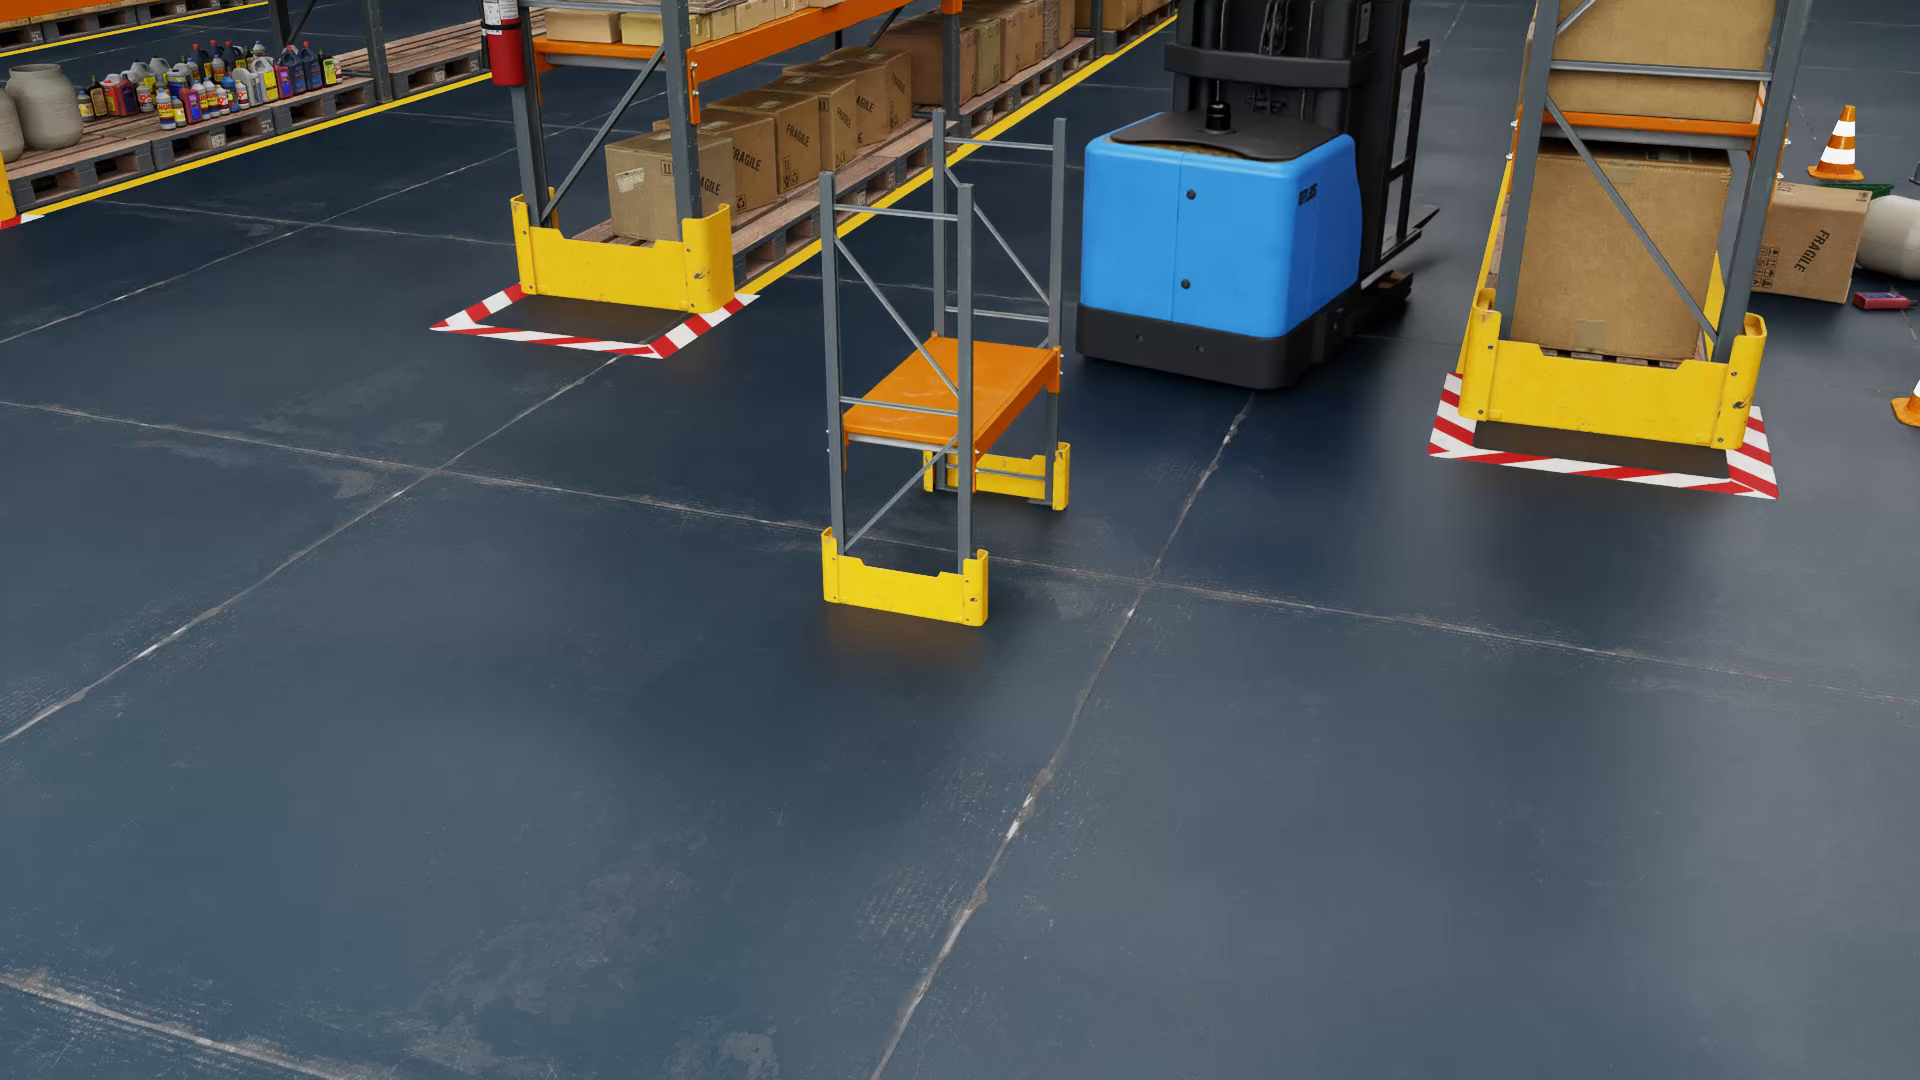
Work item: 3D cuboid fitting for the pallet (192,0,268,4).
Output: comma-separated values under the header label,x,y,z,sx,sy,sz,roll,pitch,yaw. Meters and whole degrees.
label,x,y,z,sx,sy,sz,roll,pitch,yaw
pallet,-8.219,-6.421,19.270,1.003,0.211,1.213,9,27,17

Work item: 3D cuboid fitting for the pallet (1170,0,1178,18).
label,x,y,z,sx,sy,sz,roll,pitch,yaw
pallet,1.983,-5.998,18.395,1.003,0.211,1.213,9,27,17

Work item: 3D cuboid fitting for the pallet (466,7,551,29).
label,x,y,z,sx,sy,sz,roll,pitch,yaw
pallet,-4.128,-5.087,16.515,1.003,0.211,1.213,9,27,17

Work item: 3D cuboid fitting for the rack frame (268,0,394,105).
label,x,y,z,sx,sy,sz,roll,pitch,yaw
rack frame,-5.164,-5.011,13.158,1.000,3.000,0.127,9,27,17

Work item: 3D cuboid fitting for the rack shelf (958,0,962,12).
label,x,y,z,sx,sy,sz,roll,pitch,yaw
rack shelf,0.172,-4.791,13.529,1.077,0.370,4.000,9,27,17

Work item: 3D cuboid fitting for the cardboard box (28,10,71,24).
label,x,y,z,sx,sy,sz,roll,pitch,yaw
cardboard box,-9.125,-5.236,16.295,0.500,0.250,0.500,8,27,16

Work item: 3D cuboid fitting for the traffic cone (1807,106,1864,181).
label,x,y,z,sx,sy,sz,roll,pitch,yaw
traffic cone,6.020,-2.723,11.342,0.336,0.463,0.334,9,27,17

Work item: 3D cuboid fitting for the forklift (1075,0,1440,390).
label,x,y,z,sx,sy,sz,roll,pitch,yaw
forklift,1.748,-2.594,8.244,1.130,2.935,3.031,15,30,28

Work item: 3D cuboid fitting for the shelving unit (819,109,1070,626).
label,x,y,z,sx,sy,sz,roll,pitch,yaw
shelving unit,-0.025,-0.644,5.858,0.587,1.500,1.083,9,27,17

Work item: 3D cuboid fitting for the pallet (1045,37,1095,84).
label,x,y,z,sx,sy,sz,roll,pitch,yaw
pallet,0.576,-4.361,15.015,1.003,0.211,1.213,9,27,17

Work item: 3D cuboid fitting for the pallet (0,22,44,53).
label,x,y,z,sx,sy,sz,roll,pitch,yaw
pallet,-9.626,-4.785,15.890,1.003,0.211,1.213,9,27,17

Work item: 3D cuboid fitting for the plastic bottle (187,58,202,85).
label,x,y,z,sx,sy,sz,roll,pitch,yaw
plastic bottle,-5.901,-3.567,12.800,0.097,0.271,0.097,0,26,0

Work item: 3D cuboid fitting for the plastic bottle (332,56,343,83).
label,x,y,z,sx,sy,sz,roll,pitch,yaw
plastic bottle,-4.991,-3.756,13.271,0.097,0.201,0.097,0,26,0

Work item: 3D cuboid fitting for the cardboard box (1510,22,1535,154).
label,x,y,z,sx,sy,sz,roll,pitch,yaw
cardboard box,4.272,-2.977,11.056,1.050,0.750,0.750,9,27,17

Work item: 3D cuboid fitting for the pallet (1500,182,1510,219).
label,x,y,z,sx,sy,sz,roll,pitch,yaw
pallet,3.823,-1.976,10.089,1.003,0.211,1.213,9,27,17

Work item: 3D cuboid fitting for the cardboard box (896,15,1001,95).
label,x,y,z,sx,sy,sz,roll,pitch,yaw
cardboard box,-0.092,-3.809,13.038,0.700,0.500,0.500,9,27,17

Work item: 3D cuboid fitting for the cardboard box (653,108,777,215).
label,x,y,z,sx,sy,sz,roll,pitch,yaw
cardboard box,-1.434,-2.218,9.776,0.500,0.500,0.500,17,30,31

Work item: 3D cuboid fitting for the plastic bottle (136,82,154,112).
label,x,y,z,sx,sy,sz,roll,pitch,yaw
plastic bottle,-6.018,-3.271,12.269,0.097,0.201,0.097,0,26,0

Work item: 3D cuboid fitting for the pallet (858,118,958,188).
label,x,y,z,sx,sy,sz,roll,pitch,yaw
pallet,-0.684,-2.757,11.702,1.003,0.211,1.213,9,27,17

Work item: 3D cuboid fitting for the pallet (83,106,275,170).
label,x,y,z,sx,sy,sz,roll,pitch,yaw
pallet,-5.831,-2.983,12.170,1.003,0.211,1.213,9,27,17

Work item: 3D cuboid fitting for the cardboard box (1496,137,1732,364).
label,x,y,z,sx,sy,sz,roll,pitch,yaw
cardboard box,2.982,-1.410,7.675,0.875,0.875,0.875,9,27,18

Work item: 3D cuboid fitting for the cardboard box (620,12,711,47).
label,x,y,z,sx,sy,sz,roll,pitch,yaw
cardboard box,-1.505,-2.619,8.505,0.380,0.149,0.250,9,27,17

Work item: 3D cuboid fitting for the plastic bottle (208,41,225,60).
label,x,y,z,sx,sy,sz,roll,pitch,yaw
plastic bottle,-5.824,-3.746,13.079,0.144,0.351,0.185,10,27,19

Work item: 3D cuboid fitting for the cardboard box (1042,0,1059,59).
label,x,y,z,sx,sy,sz,roll,pitch,yaw
cardboard box,0.461,-4.502,14.470,0.700,0.500,0.500,6,27,13

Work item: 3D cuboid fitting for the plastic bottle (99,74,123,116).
label,x,y,z,sx,sy,sz,roll,pitch,yaw
plastic bottle,-6.188,-3.258,12.157,0.152,0.276,0.135,9,27,18

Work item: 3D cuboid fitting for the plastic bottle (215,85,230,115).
label,x,y,z,sx,sy,sz,roll,pitch,yaw
plastic bottle,-5.418,-3.229,12.183,0.097,0.201,0.097,0,26,0

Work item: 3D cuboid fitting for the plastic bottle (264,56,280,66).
label,x,y,z,sx,sy,sz,roll,pitch,yaw
plastic bottle,-5.319,-3.609,12.883,0.152,0.276,0.135,9,27,17

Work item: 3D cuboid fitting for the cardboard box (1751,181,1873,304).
label,x,y,z,sx,sy,sz,roll,pitch,yaw
cardboard box,4.601,-1.622,9.023,0.500,0.500,0.500,14,29,26

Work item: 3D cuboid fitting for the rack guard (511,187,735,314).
label,x,y,z,sx,sy,sz,roll,pitch,yaw
rack guard,-1.799,-1.556,8.889,1.175,0.500,0.348,9,27,17

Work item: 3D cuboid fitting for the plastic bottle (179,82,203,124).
label,x,y,z,sx,sy,sz,roll,pitch,yaw
plastic bottle,-5.506,-3.133,11.892,0.061,0.283,0.133,9,27,18

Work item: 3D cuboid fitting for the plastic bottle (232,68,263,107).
label,x,y,z,sx,sy,sz,roll,pitch,yaw
plastic bottle,-5.336,-3.399,12.449,0.152,0.276,0.135,9,27,18

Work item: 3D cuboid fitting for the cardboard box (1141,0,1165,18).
label,x,y,z,sx,sy,sz,roll,pitch,yaw
cardboard box,1.391,-5.815,16.775,1.225,0.875,0.875,9,27,18

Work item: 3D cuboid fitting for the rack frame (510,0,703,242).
label,x,y,z,sx,sy,sz,roll,pitch,yaw
rack frame,-1.825,-2.649,8.280,1.000,3.000,0.127,9,27,17

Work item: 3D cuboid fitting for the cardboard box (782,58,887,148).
label,x,y,z,sx,sy,sz,roll,pitch,yaw
cardboard box,-0.848,-2.962,11.312,0.500,0.500,0.500,19,32,34

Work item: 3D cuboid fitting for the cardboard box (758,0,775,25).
label,x,y,z,sx,sy,sz,roll,pitch,yaw
cardboard box,-1.243,-2.925,9.138,0.380,0.149,0.250,9,27,17

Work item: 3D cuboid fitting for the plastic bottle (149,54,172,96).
label,x,y,z,sx,sy,sz,roll,pitch,yaw
plastic bottle,-6.028,-3.493,12.558,0.144,0.351,0.185,9,27,17

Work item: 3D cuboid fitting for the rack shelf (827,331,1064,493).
label,x,y,z,sx,sy,sz,roll,pitch,yaw
rack shelf,-0.028,-0.478,5.929,0.538,0.185,1.000,9,27,17

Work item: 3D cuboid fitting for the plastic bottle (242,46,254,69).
label,x,y,z,sx,sy,sz,roll,pitch,yaw
plastic bottle,-5.665,-3.768,13.201,0.061,0.283,0.133,9,27,17

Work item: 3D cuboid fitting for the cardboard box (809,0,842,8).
label,x,y,z,sx,sy,sz,roll,pitch,yaw
cardboard box,-0.914,-3.221,9.749,0.380,0.149,0.250,9,27,17

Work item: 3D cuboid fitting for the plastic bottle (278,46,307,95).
label,x,y,z,sx,sy,sz,roll,pitch,yaw
plastic bottle,-5.171,-3.632,12.844,0.144,0.351,0.185,7,27,15

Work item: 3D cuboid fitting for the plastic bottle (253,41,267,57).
label,x,y,z,sx,sy,sz,roll,pitch,yaw
plastic bottle,-5.684,-3.914,13.518,0.097,0.271,0.097,0,26,0

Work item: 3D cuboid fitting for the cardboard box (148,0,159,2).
label,x,y,z,sx,sy,sz,roll,pitch,yaw
cardboard box,-8.616,-5.863,17.590,0.500,0.250,0.500,8,27,17
